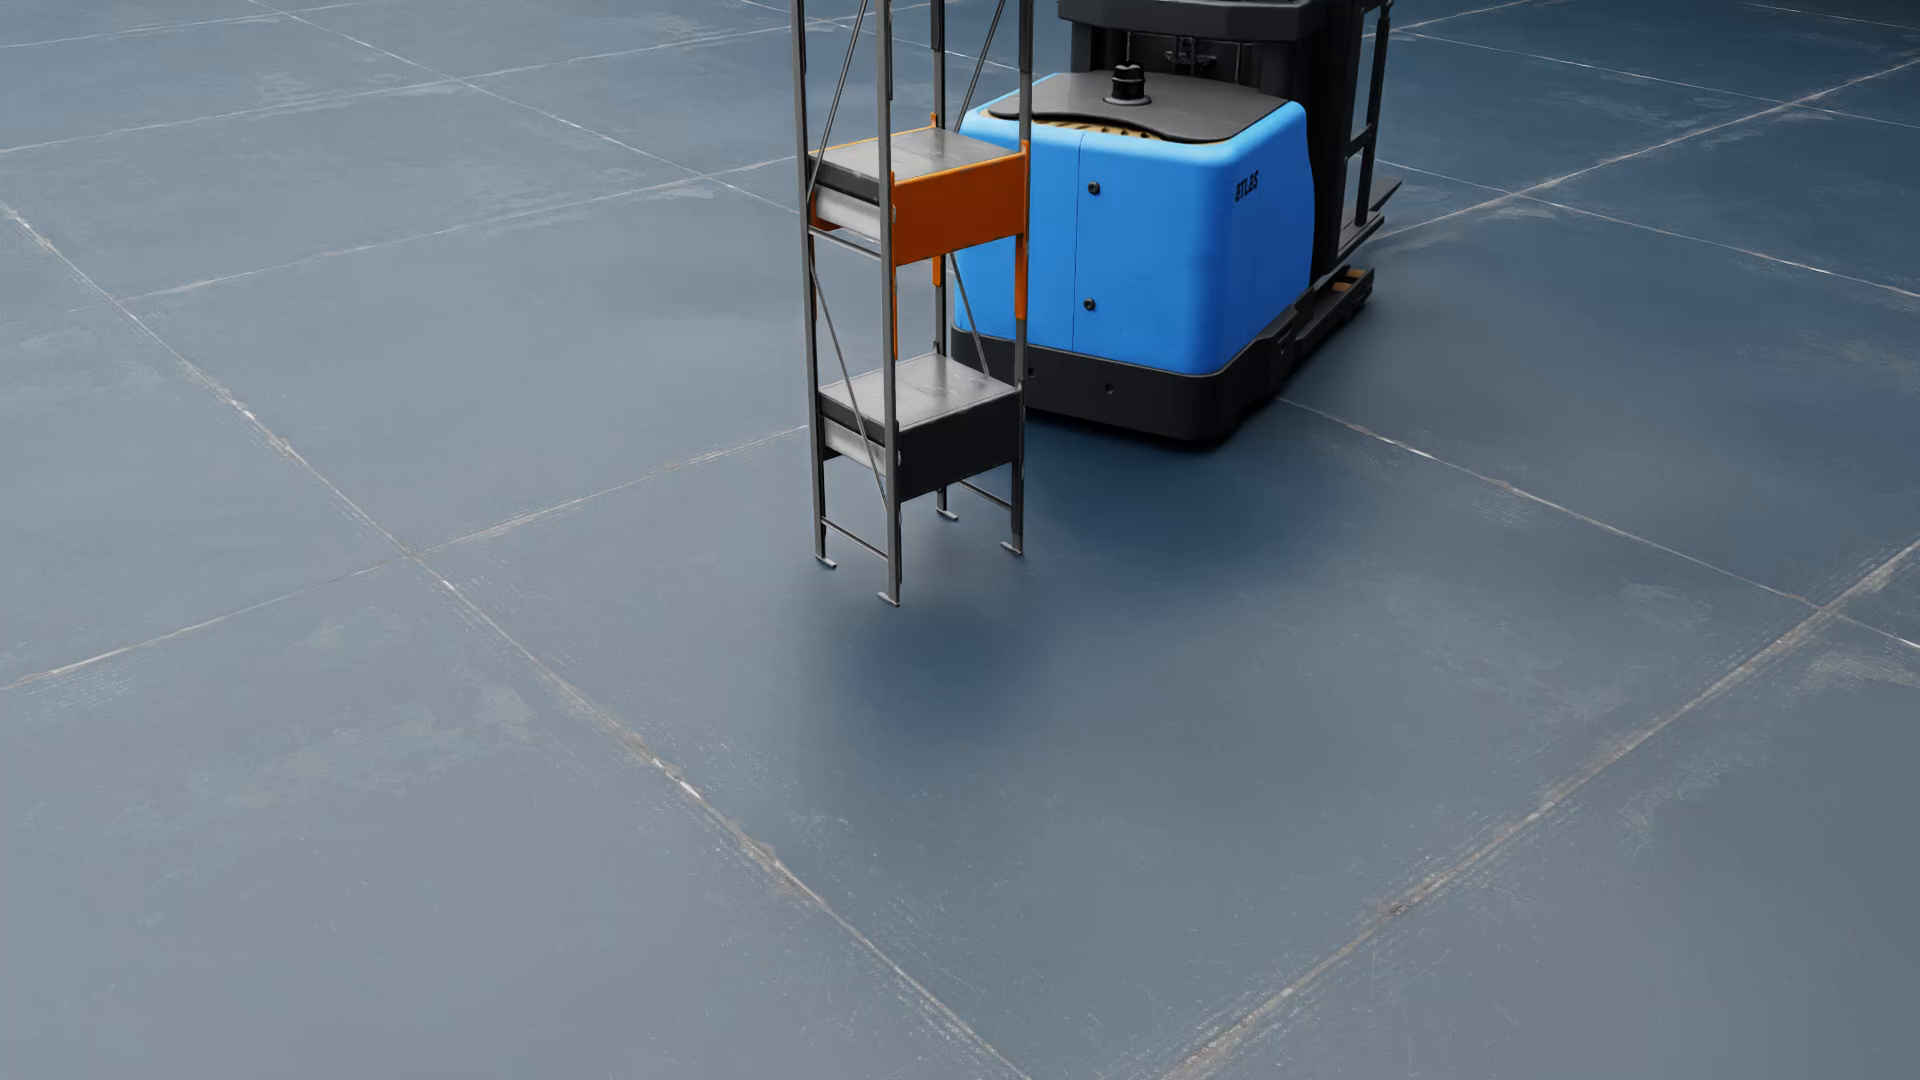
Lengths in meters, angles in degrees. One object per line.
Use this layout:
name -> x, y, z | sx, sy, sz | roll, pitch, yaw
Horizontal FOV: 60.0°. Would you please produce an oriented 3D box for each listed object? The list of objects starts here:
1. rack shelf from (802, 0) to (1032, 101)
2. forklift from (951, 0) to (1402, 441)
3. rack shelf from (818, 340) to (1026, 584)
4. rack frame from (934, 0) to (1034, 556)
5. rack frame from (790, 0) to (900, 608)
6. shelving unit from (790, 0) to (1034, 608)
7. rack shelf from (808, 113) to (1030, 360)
rack shelf -> -0.126, -1.481, 4.337 | 0.480, 0.518, 0.431 | -22, 35, -35
forklift -> 1.115, -2.297, 6.439 | 1.130, 2.935, 3.031 | 14, 31, 25
rack shelf -> -0.126, -0.246, 4.997 | 0.480, 0.518, 0.431 | -22, 35, -35
rack frame -> 0.060, -0.950, 4.800 | 0.015, 2.100, 0.400 | -22, 35, -35
rack frame -> -0.312, -0.801, 4.521 | 0.015, 2.100, 0.400 | -22, 35, -35
shelving unit -> -0.126, -0.875, 4.660 | 0.503, 2.100, 0.431 | -22, 35, -35
rack shelf -> -0.126, -0.863, 4.667 | 0.480, 0.518, 0.431 | -22, 35, -35
